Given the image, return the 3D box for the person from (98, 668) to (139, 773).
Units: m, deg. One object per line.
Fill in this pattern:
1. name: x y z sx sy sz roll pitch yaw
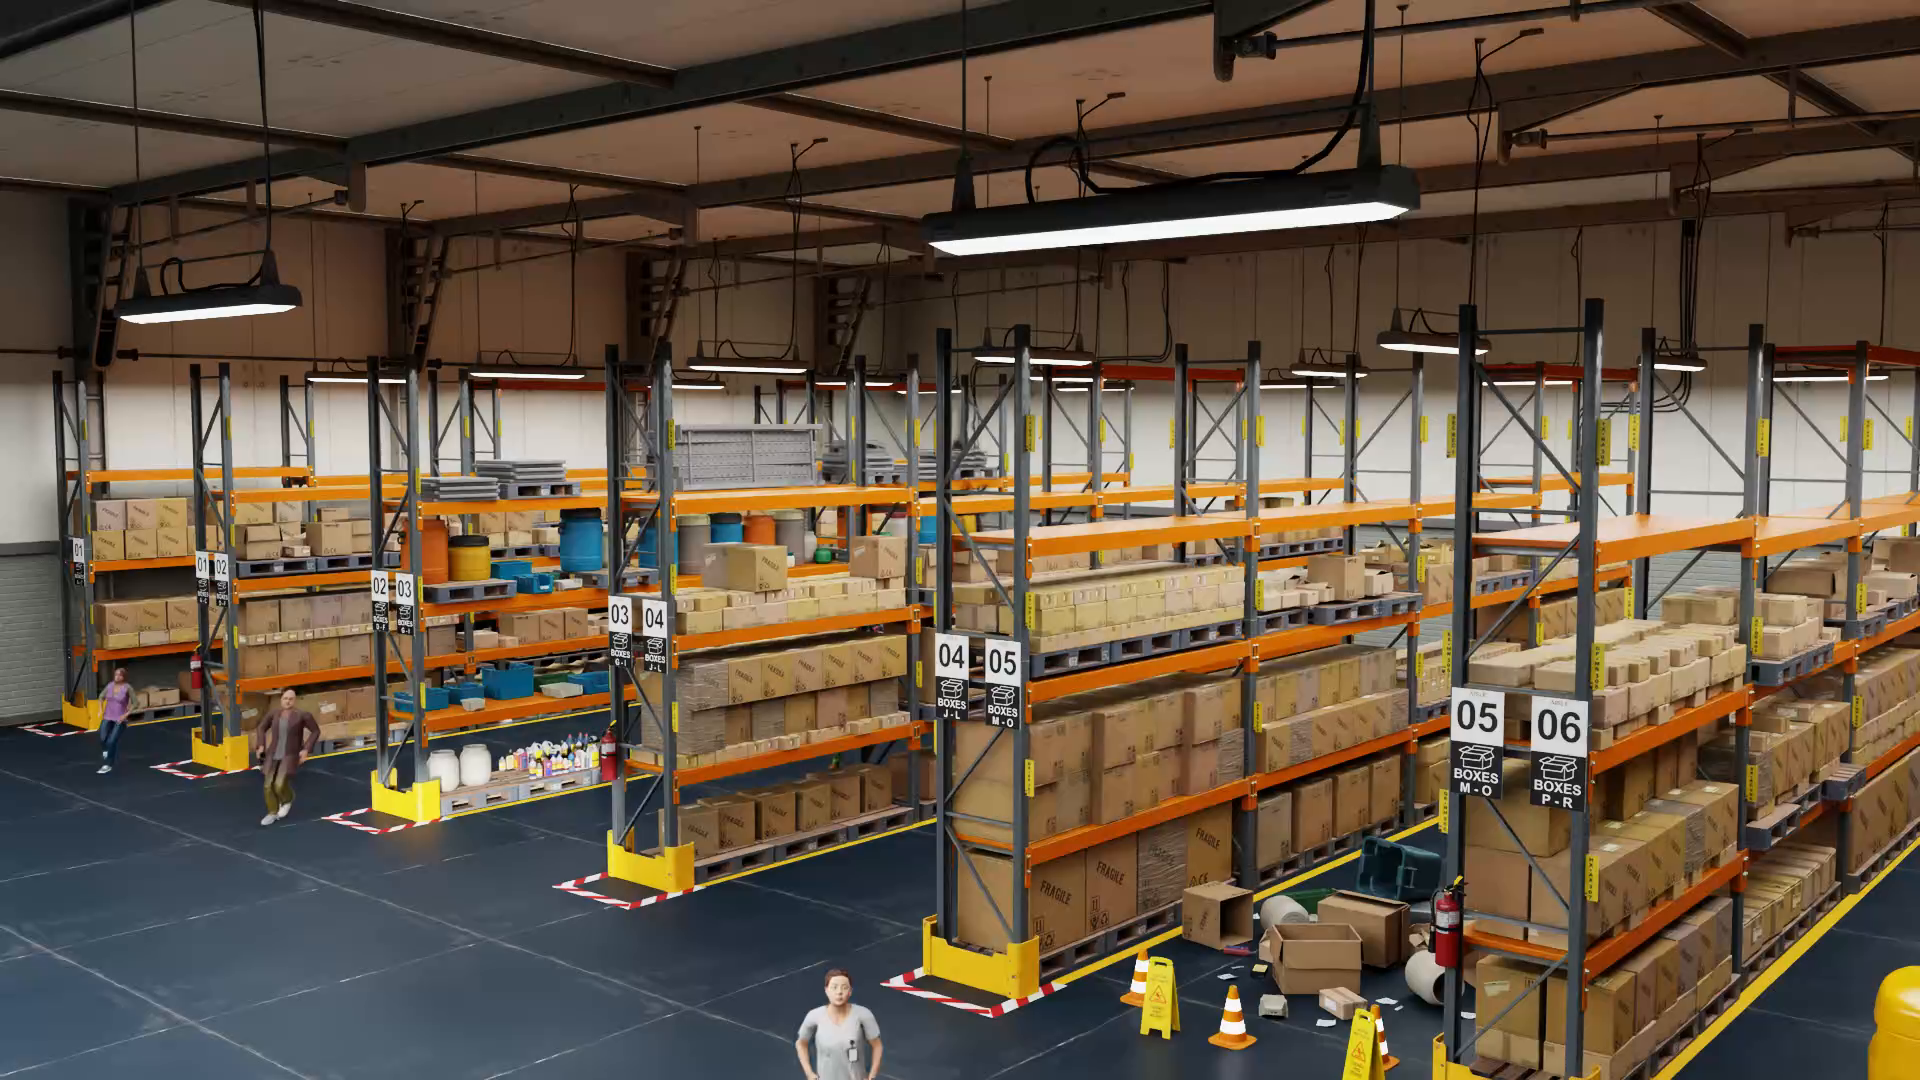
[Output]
1. person: -12.401 2.642 24.495 0.586 1.538 0.502 -1 4 -8

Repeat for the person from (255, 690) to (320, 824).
1. person: -8.643 2.782 21.294 0.772 1.724 0.561 0 4 3

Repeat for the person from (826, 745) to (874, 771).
1. person: -1.640 2.477 24.545 0.661 1.765 1.002 2 5 31

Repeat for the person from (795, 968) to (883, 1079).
1. person: -0.784 3.587 10.849 0.563 1.640 0.847 -1 4 -9
